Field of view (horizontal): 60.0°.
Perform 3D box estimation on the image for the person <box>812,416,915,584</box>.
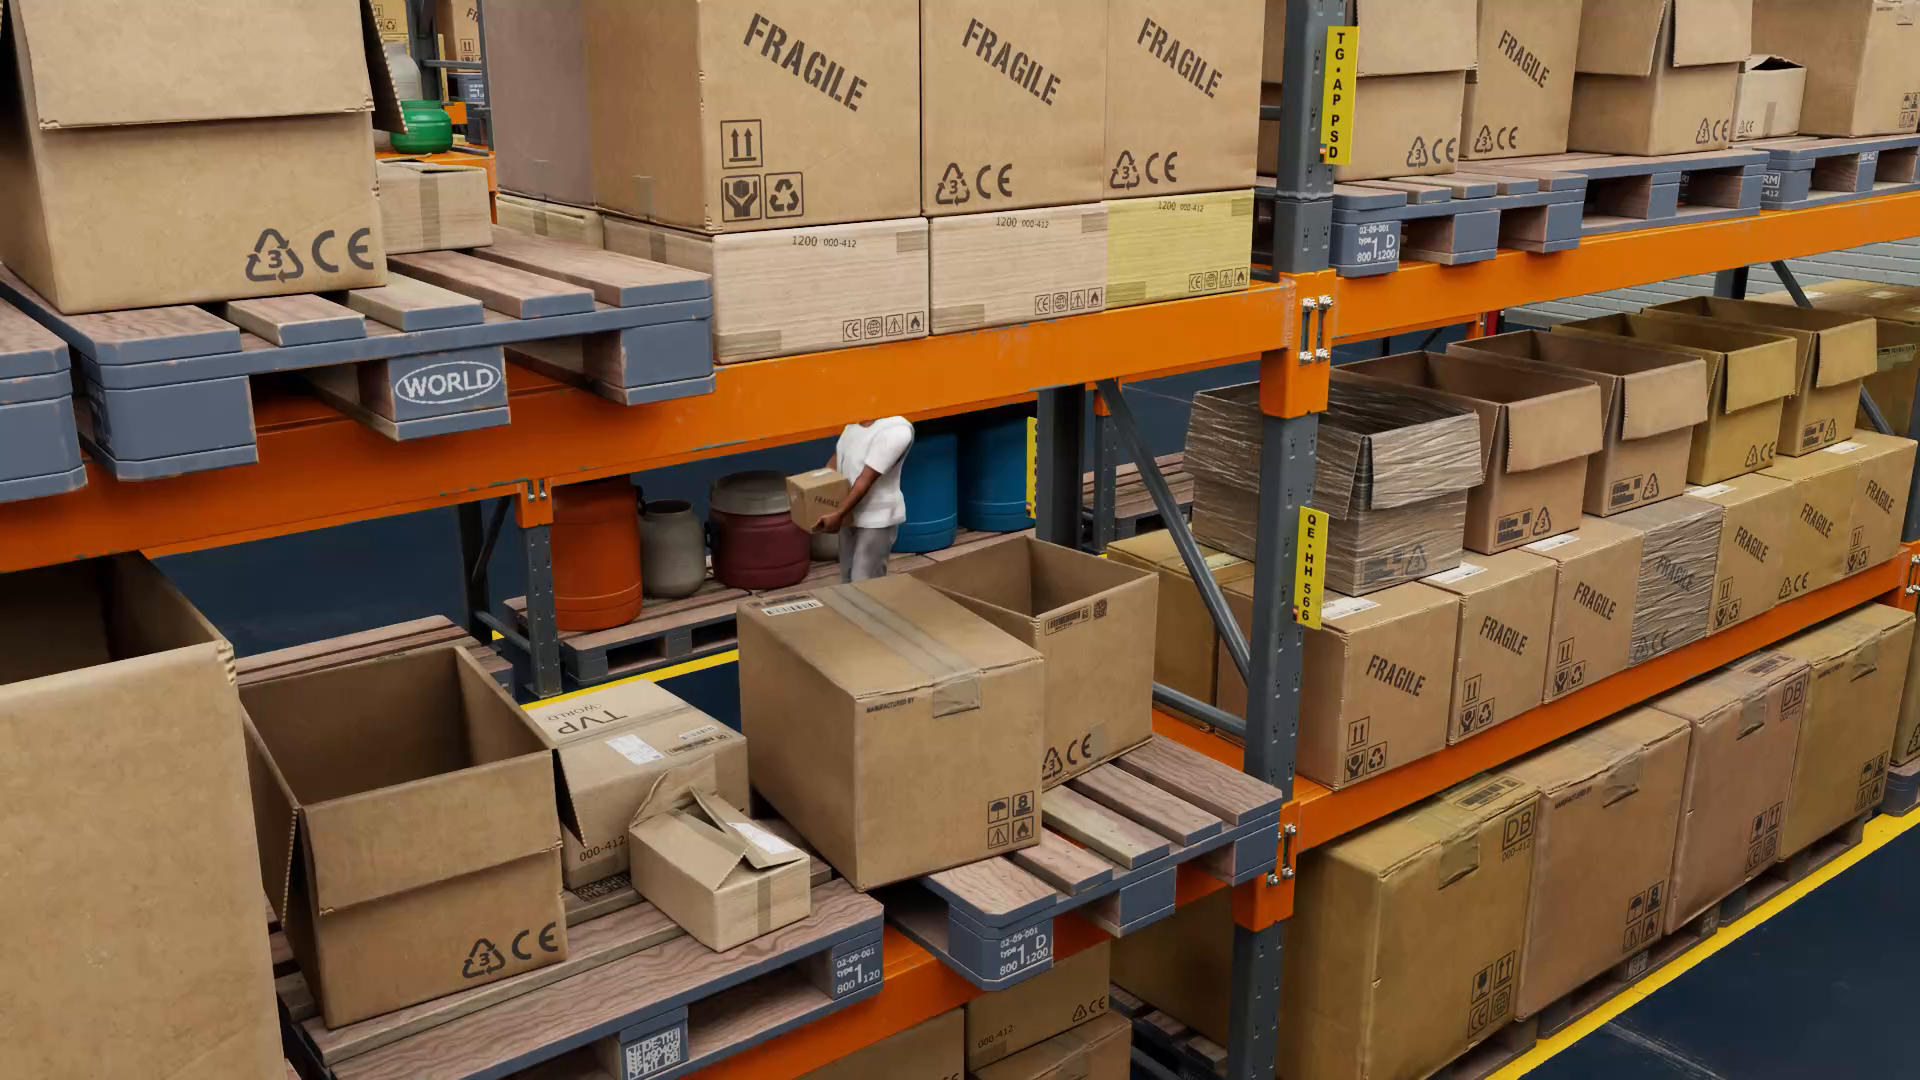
[{"bbox_3d":[-0.560,-0.086,8.791,0.575,1.760,0.504,-9,20,-26],"label":"person"}]
